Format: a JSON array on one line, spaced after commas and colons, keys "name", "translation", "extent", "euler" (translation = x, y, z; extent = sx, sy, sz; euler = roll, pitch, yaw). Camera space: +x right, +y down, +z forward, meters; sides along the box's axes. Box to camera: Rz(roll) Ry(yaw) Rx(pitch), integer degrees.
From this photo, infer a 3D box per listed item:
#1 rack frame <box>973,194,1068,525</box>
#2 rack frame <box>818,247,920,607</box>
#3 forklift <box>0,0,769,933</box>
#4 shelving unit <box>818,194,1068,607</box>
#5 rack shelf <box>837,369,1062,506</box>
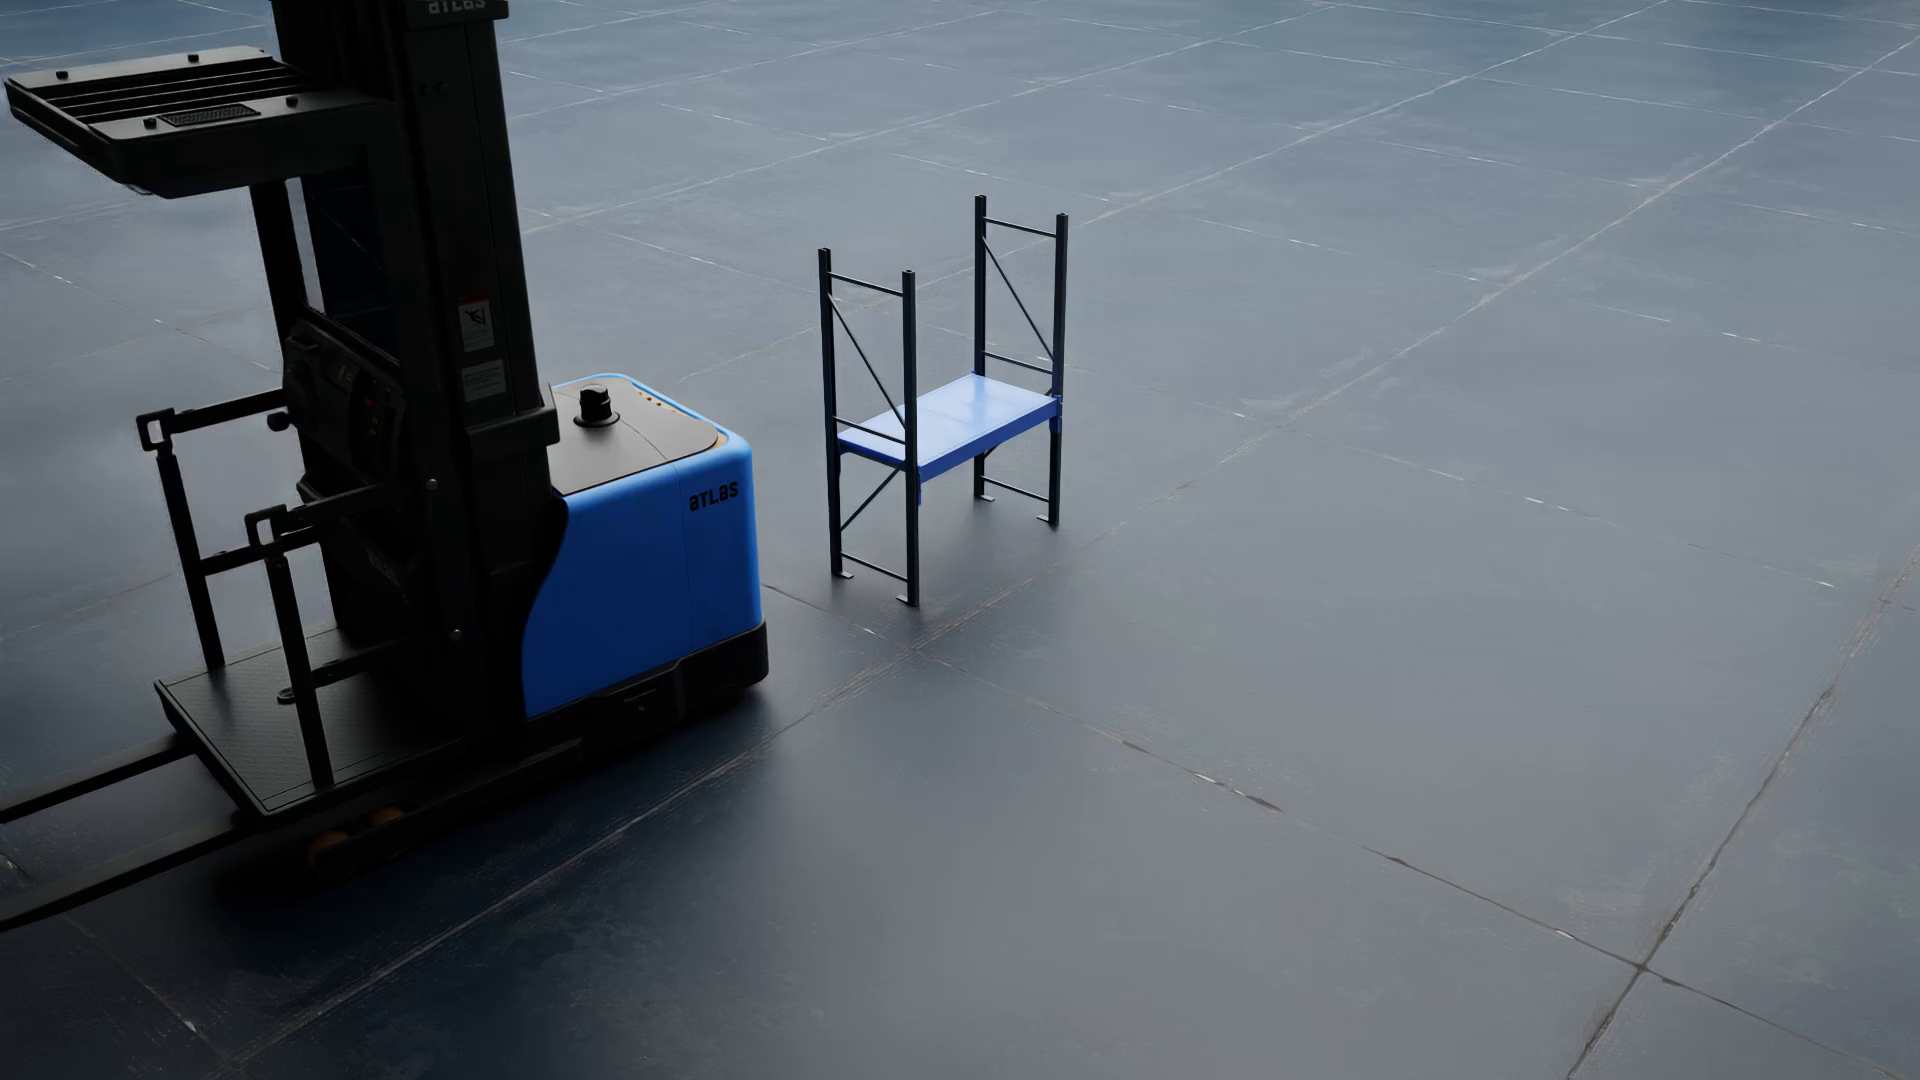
[{"name": "rack frame", "translation": [0.269, -0.816, 7.695], "extent": [0.500, 1.500, 0.032], "euler": [21, 34, 34]}, {"name": "rack frame", "translation": [-0.378, -0.456, 6.999], "extent": [0.500, 1.500, 0.032], "euler": [21, 34, 34]}, {"name": "forklift", "translation": [-2.200, -0.436, 5.402], "extent": [3.031, 2.935, 1.130], "euler": [-22, 34, -36]}, {"name": "shelving unit", "translation": [-0.054, -0.636, 7.347], "extent": [0.538, 1.500, 1.048], "euler": [21, 34, 34]}, {"name": "rack shelf", "translation": [-0.054, -0.476, 7.430], "extent": [0.538, 0.185, 1.000], "euler": [21, 34, 34]}]
